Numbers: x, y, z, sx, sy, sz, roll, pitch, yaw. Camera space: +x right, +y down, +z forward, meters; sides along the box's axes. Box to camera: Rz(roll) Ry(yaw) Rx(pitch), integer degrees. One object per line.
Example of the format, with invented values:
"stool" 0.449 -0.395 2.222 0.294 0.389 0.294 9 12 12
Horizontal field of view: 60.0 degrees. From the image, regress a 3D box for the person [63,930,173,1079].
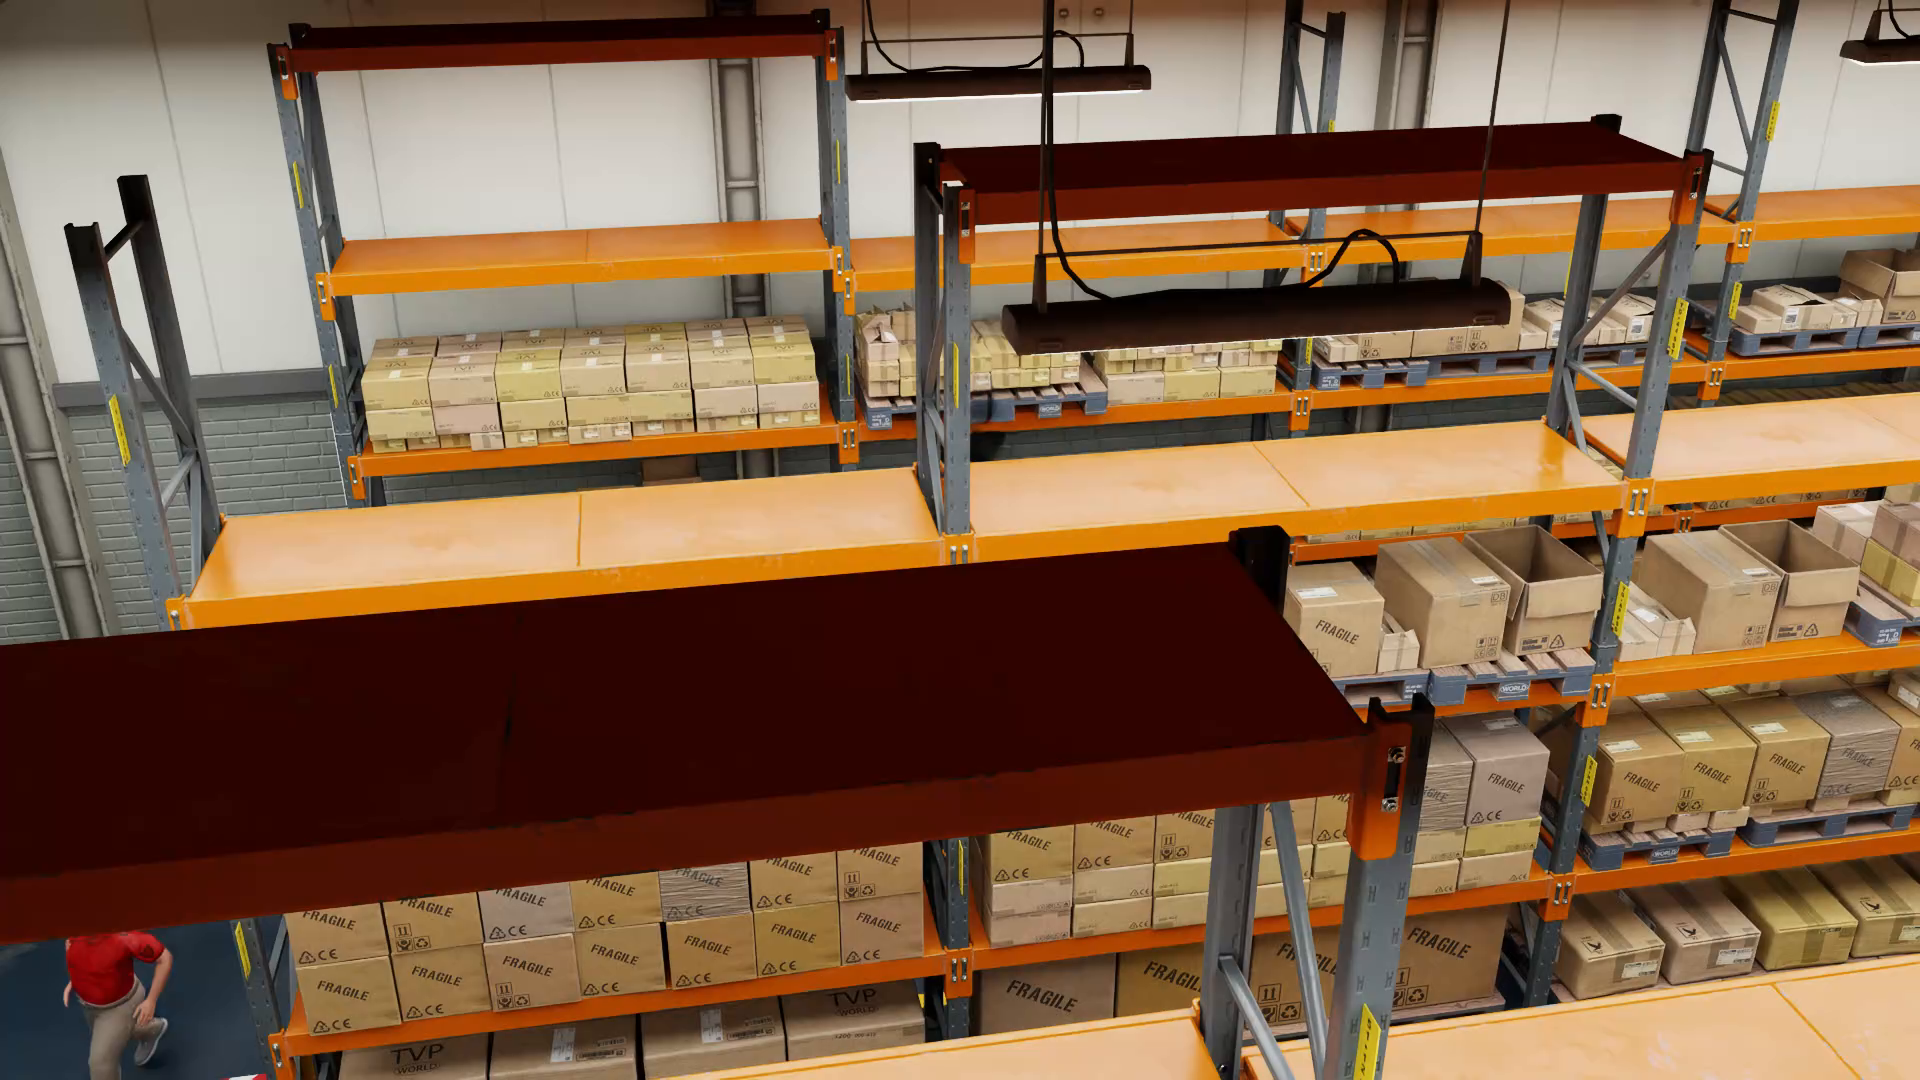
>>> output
"person" -5.255 2.873 10.365 0.741 1.703 0.918 11 28 22
